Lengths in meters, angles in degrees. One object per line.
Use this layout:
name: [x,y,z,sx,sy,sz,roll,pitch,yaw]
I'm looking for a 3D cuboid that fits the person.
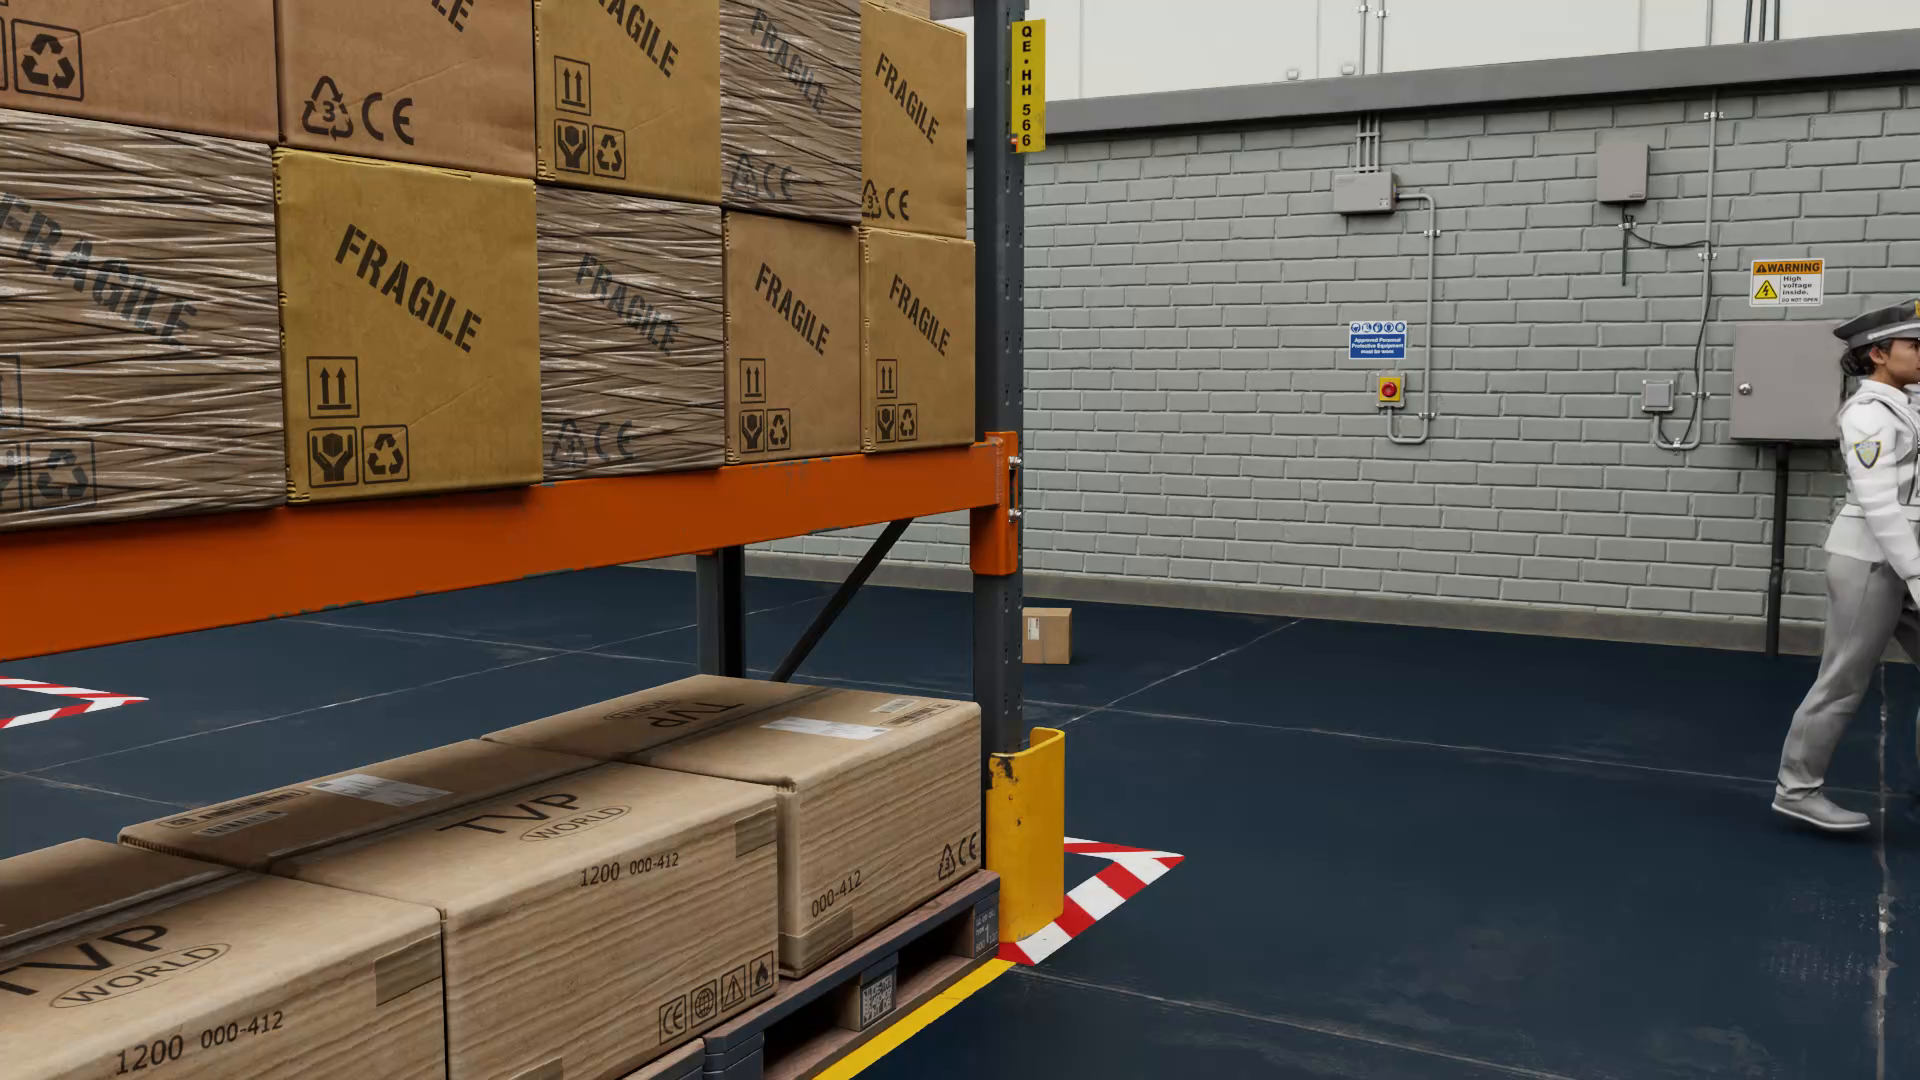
person: [2.903,0.131,5.126,0.666,1.743,0.525,6,8,42]
